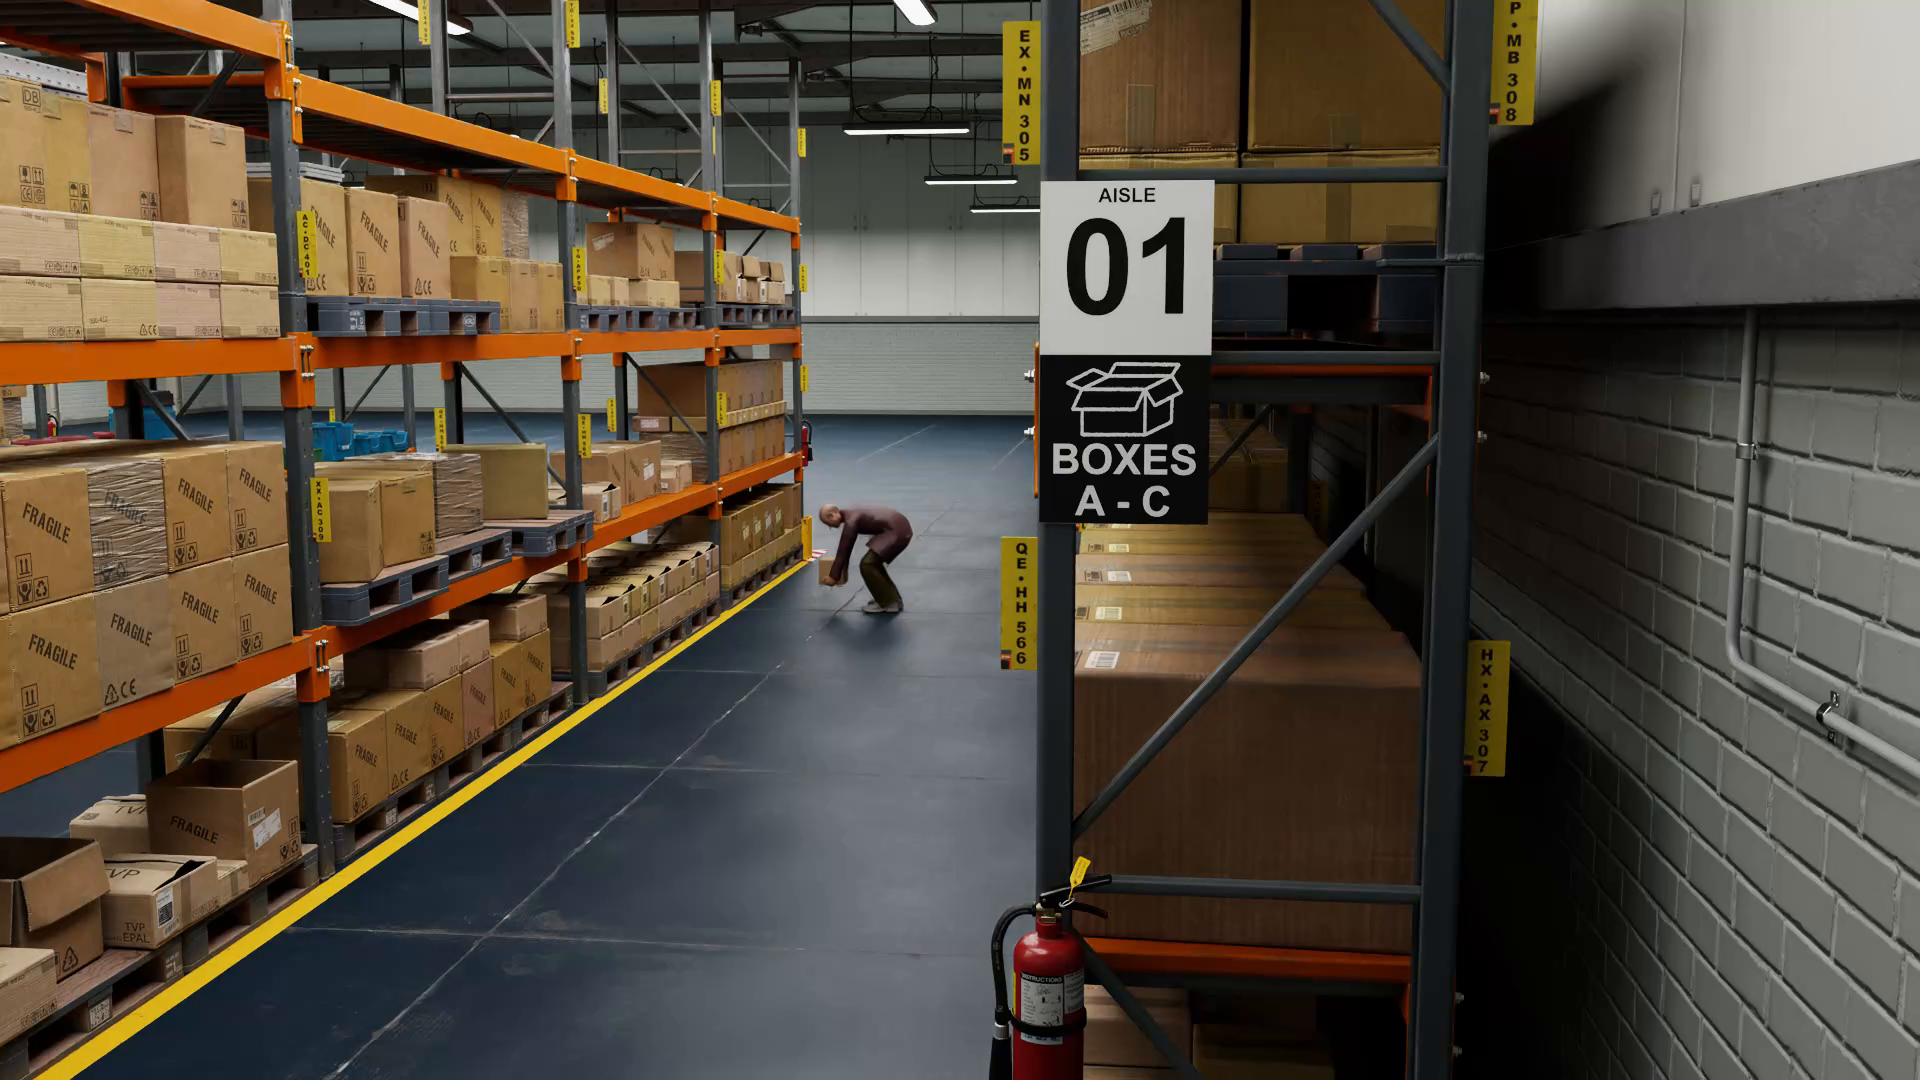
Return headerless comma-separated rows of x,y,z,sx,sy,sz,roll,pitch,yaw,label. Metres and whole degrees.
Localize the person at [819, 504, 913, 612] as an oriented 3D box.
-0.946,0.176,16.729,0.942,1.069,0.590,0,7,3,person
